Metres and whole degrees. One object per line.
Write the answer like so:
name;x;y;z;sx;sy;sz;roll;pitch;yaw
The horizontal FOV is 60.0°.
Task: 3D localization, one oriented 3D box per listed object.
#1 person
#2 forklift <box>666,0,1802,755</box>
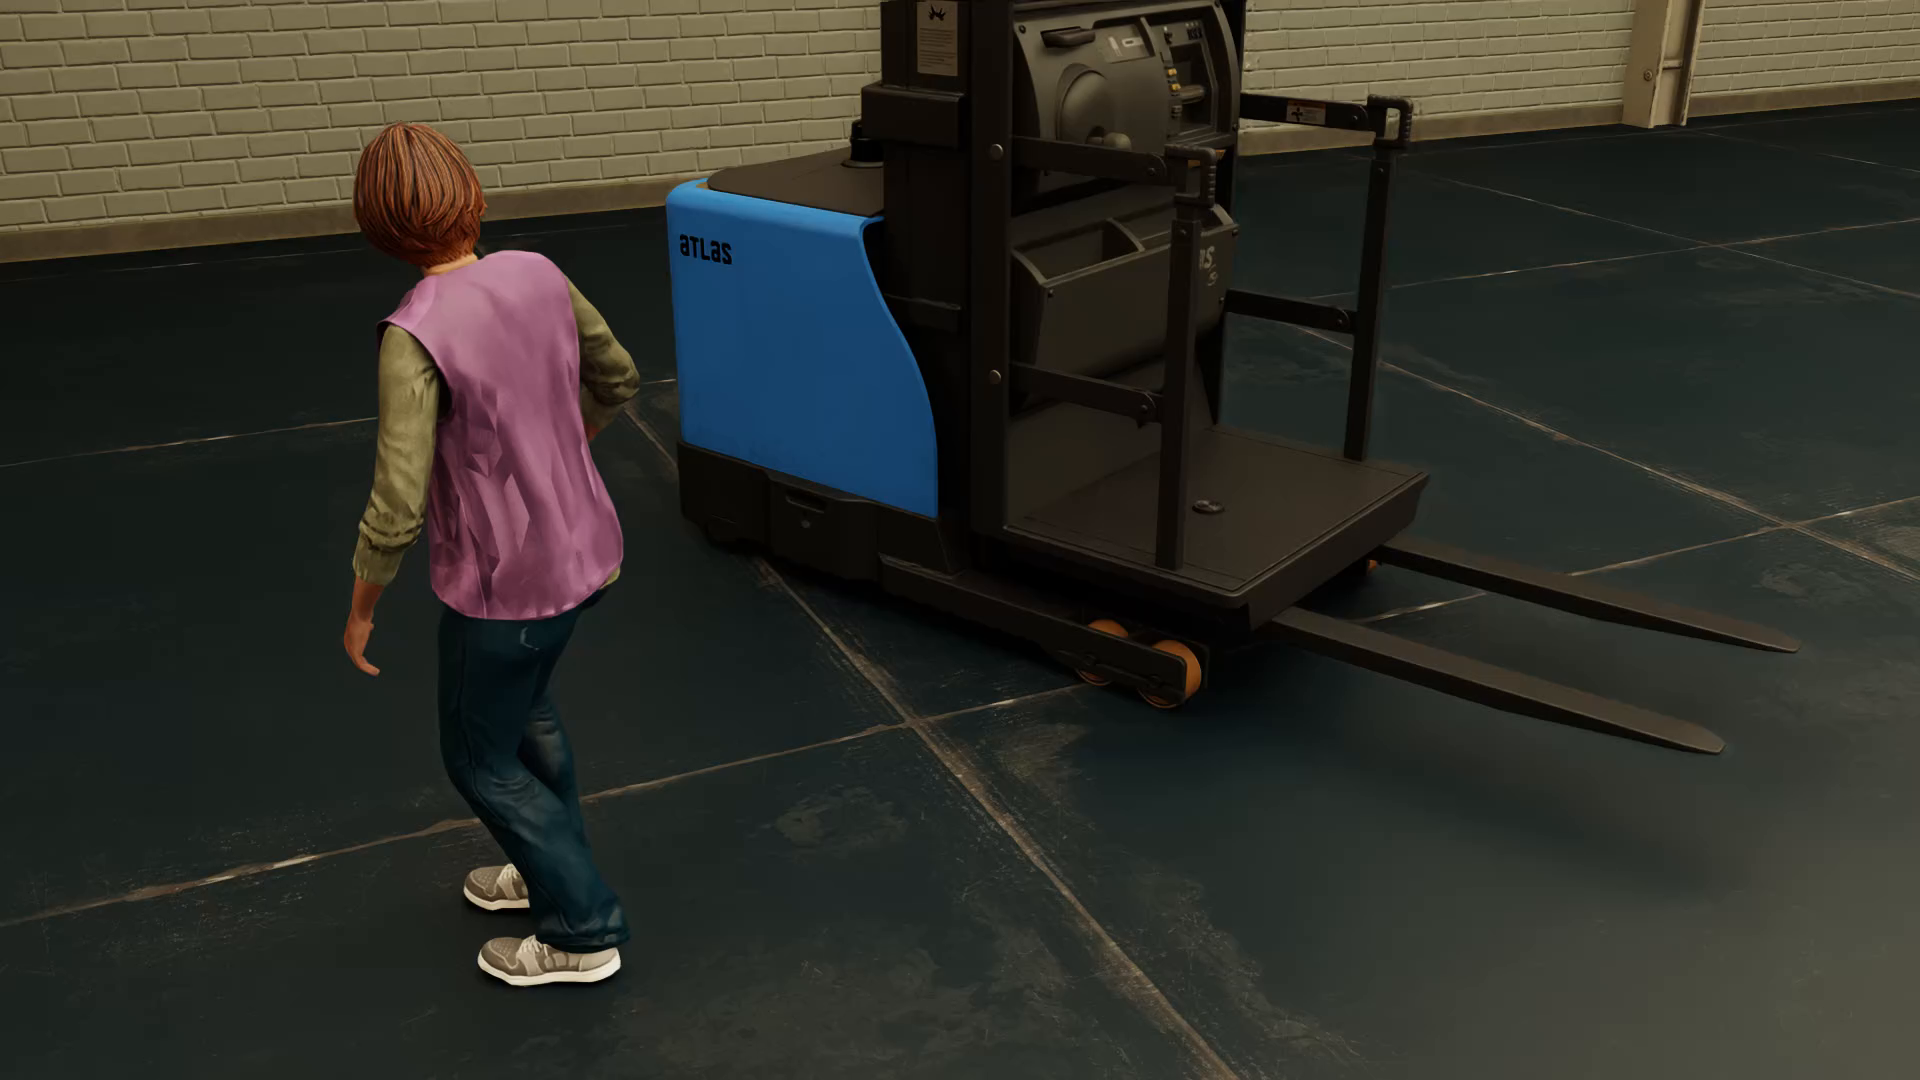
person;-0.833;0.076;2.891;0.446;1.573;0.611;7;24;17
forklift;0.606;-1.167;4.095;3.031;2.935;1.130;17;28;35
